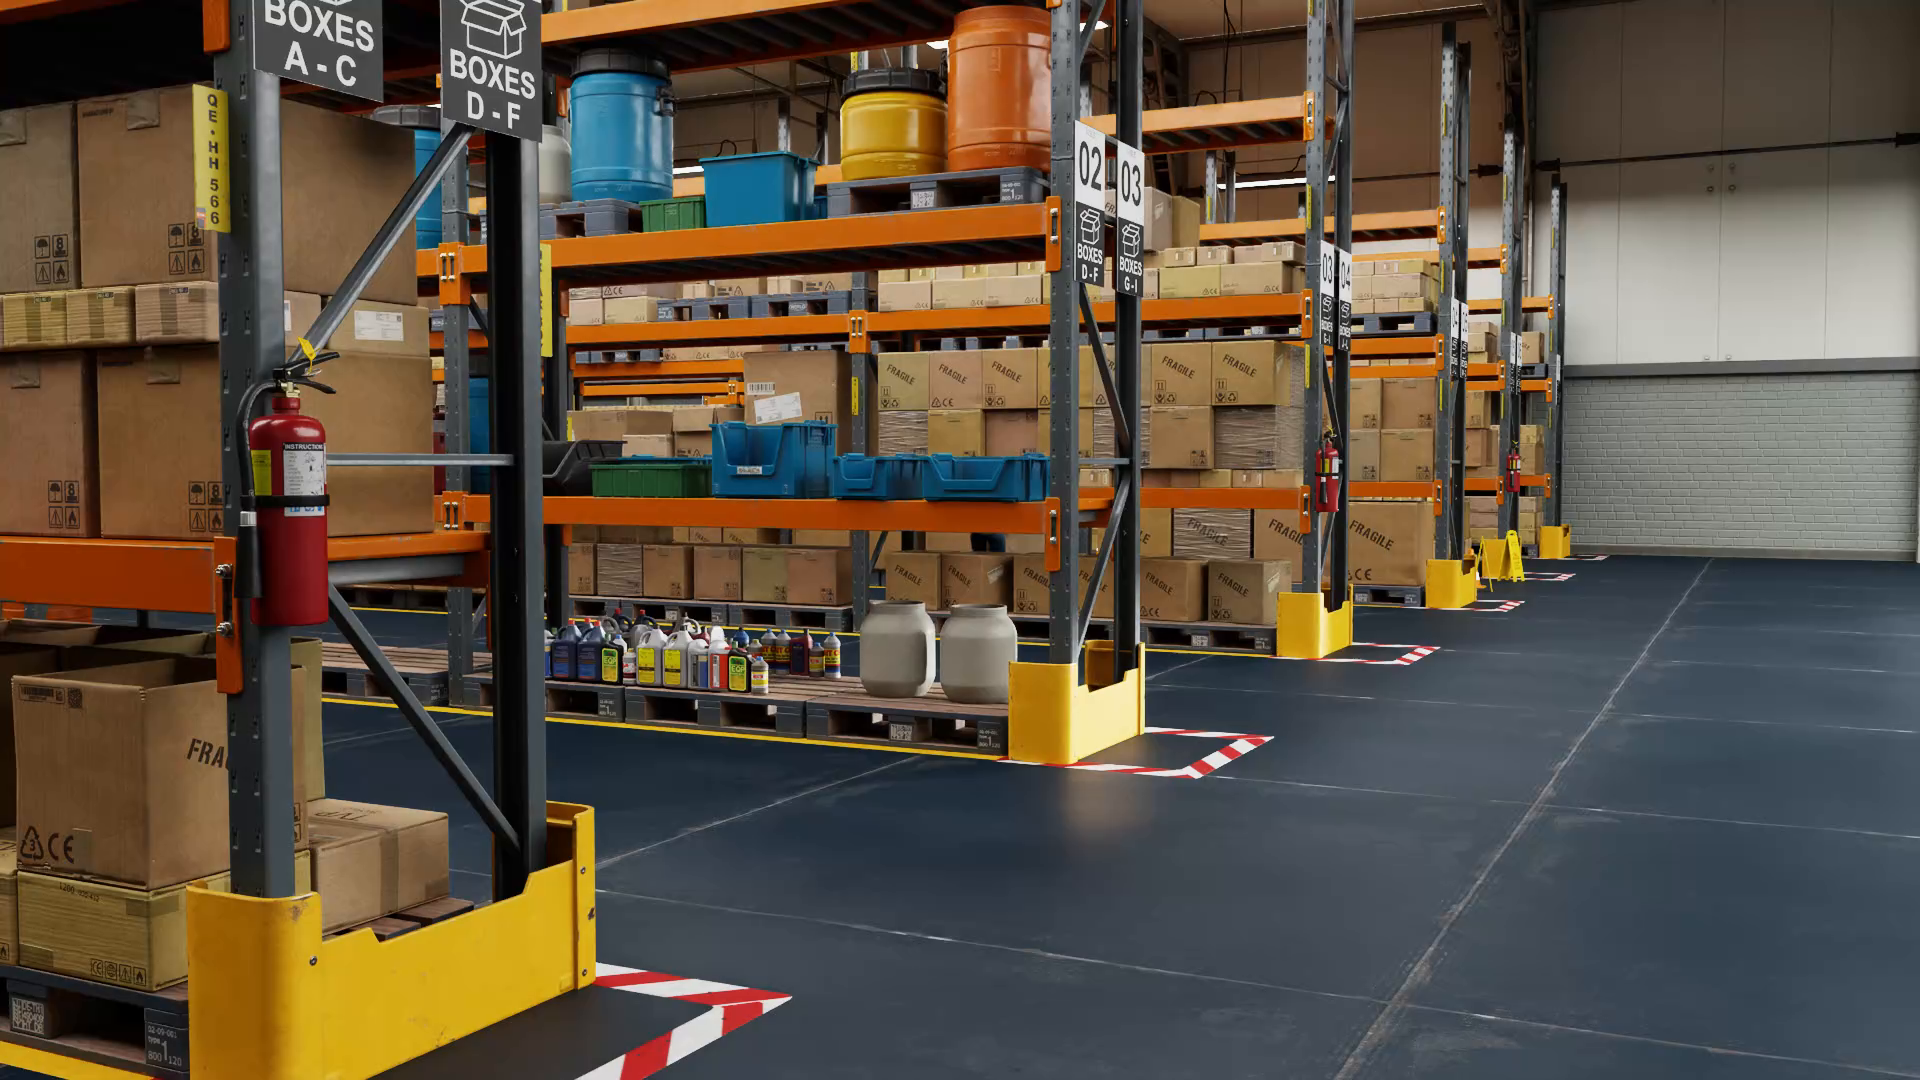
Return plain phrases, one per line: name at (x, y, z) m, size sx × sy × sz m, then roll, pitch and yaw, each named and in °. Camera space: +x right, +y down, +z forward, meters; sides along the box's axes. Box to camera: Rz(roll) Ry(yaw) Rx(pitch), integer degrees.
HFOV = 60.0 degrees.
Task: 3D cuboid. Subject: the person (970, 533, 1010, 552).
person at (0.282, -0.082, 16.885) m, size 0.453 × 1.597 × 0.343 m, roll 1°, pitch 3°, yaw 24°
